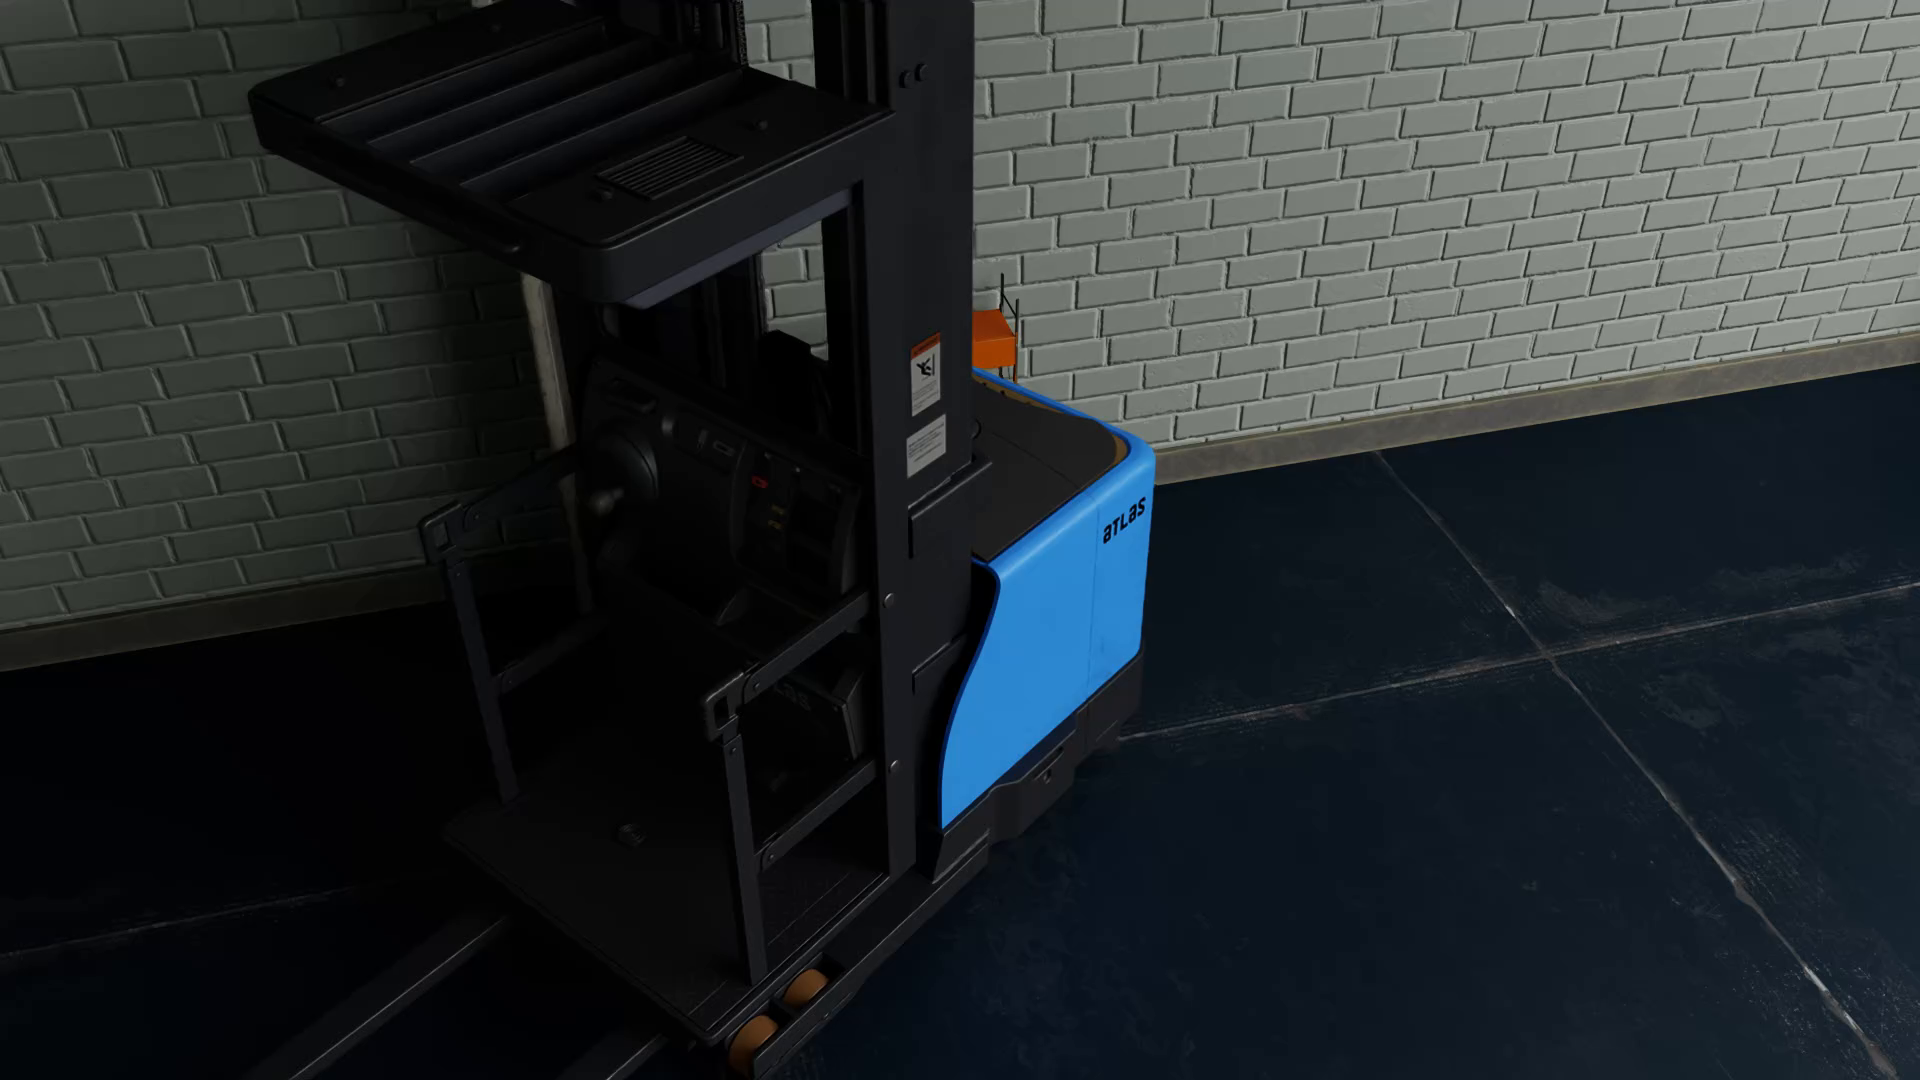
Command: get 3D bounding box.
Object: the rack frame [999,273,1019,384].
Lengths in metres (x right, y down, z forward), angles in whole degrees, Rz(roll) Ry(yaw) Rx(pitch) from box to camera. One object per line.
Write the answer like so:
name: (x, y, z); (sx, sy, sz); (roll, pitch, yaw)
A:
rack frame: (0.169, -0.445, 5.967); (0.008, 1.050, 0.200); (-9, 38, -12)

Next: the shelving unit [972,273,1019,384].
shelving unit: (0.052, -0.425, 5.942); (0.252, 1.050, 0.215); (-9, 38, -12)

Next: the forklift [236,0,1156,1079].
forklift: (-0.734, -0.087, 3.952); (1.130, 2.935, 3.031); (27, 45, 30)

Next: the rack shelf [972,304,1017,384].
rack shelf: (0.052, -0.642, 5.776); (0.240, 0.259, 0.215); (-9, 38, -12)
